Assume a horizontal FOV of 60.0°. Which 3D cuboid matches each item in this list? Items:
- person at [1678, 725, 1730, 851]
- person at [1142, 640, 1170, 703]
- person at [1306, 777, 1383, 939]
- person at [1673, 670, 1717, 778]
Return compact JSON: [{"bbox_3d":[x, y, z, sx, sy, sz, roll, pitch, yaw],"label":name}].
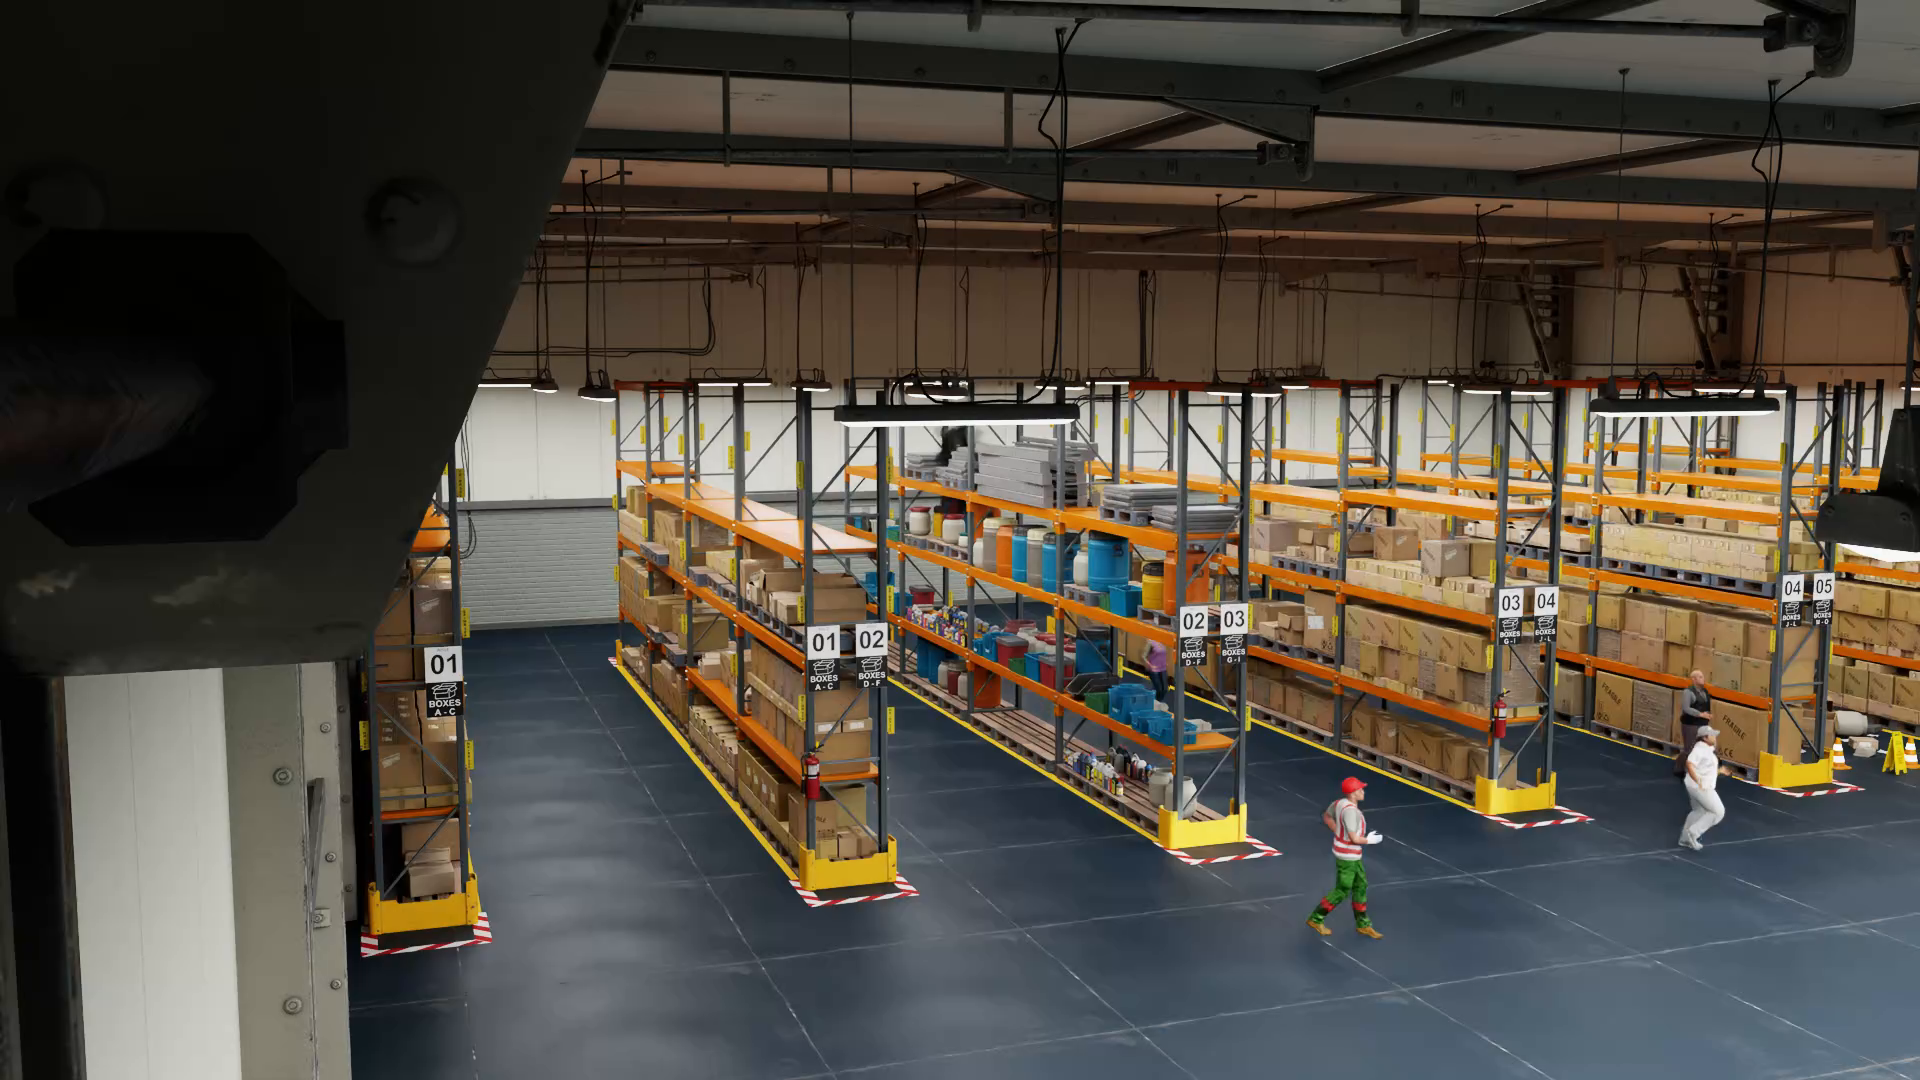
[{"bbox_3d":[9.726,3.224,21.690,0.584,1.633,0.586,2,6,18],"label":"person"},{"bbox_3d":[3.462,2.320,29.474,0.537,1.557,0.561,-4,7,-34],"label":"person"},{"bbox_3d":[4.248,3.504,18.299,0.854,1.829,0.684,1,6,6],"label":"person"},{"bbox_3d":[11.166,2.834,25.162,0.685,1.742,0.692,-3,7,-27],"label":"person"}]
